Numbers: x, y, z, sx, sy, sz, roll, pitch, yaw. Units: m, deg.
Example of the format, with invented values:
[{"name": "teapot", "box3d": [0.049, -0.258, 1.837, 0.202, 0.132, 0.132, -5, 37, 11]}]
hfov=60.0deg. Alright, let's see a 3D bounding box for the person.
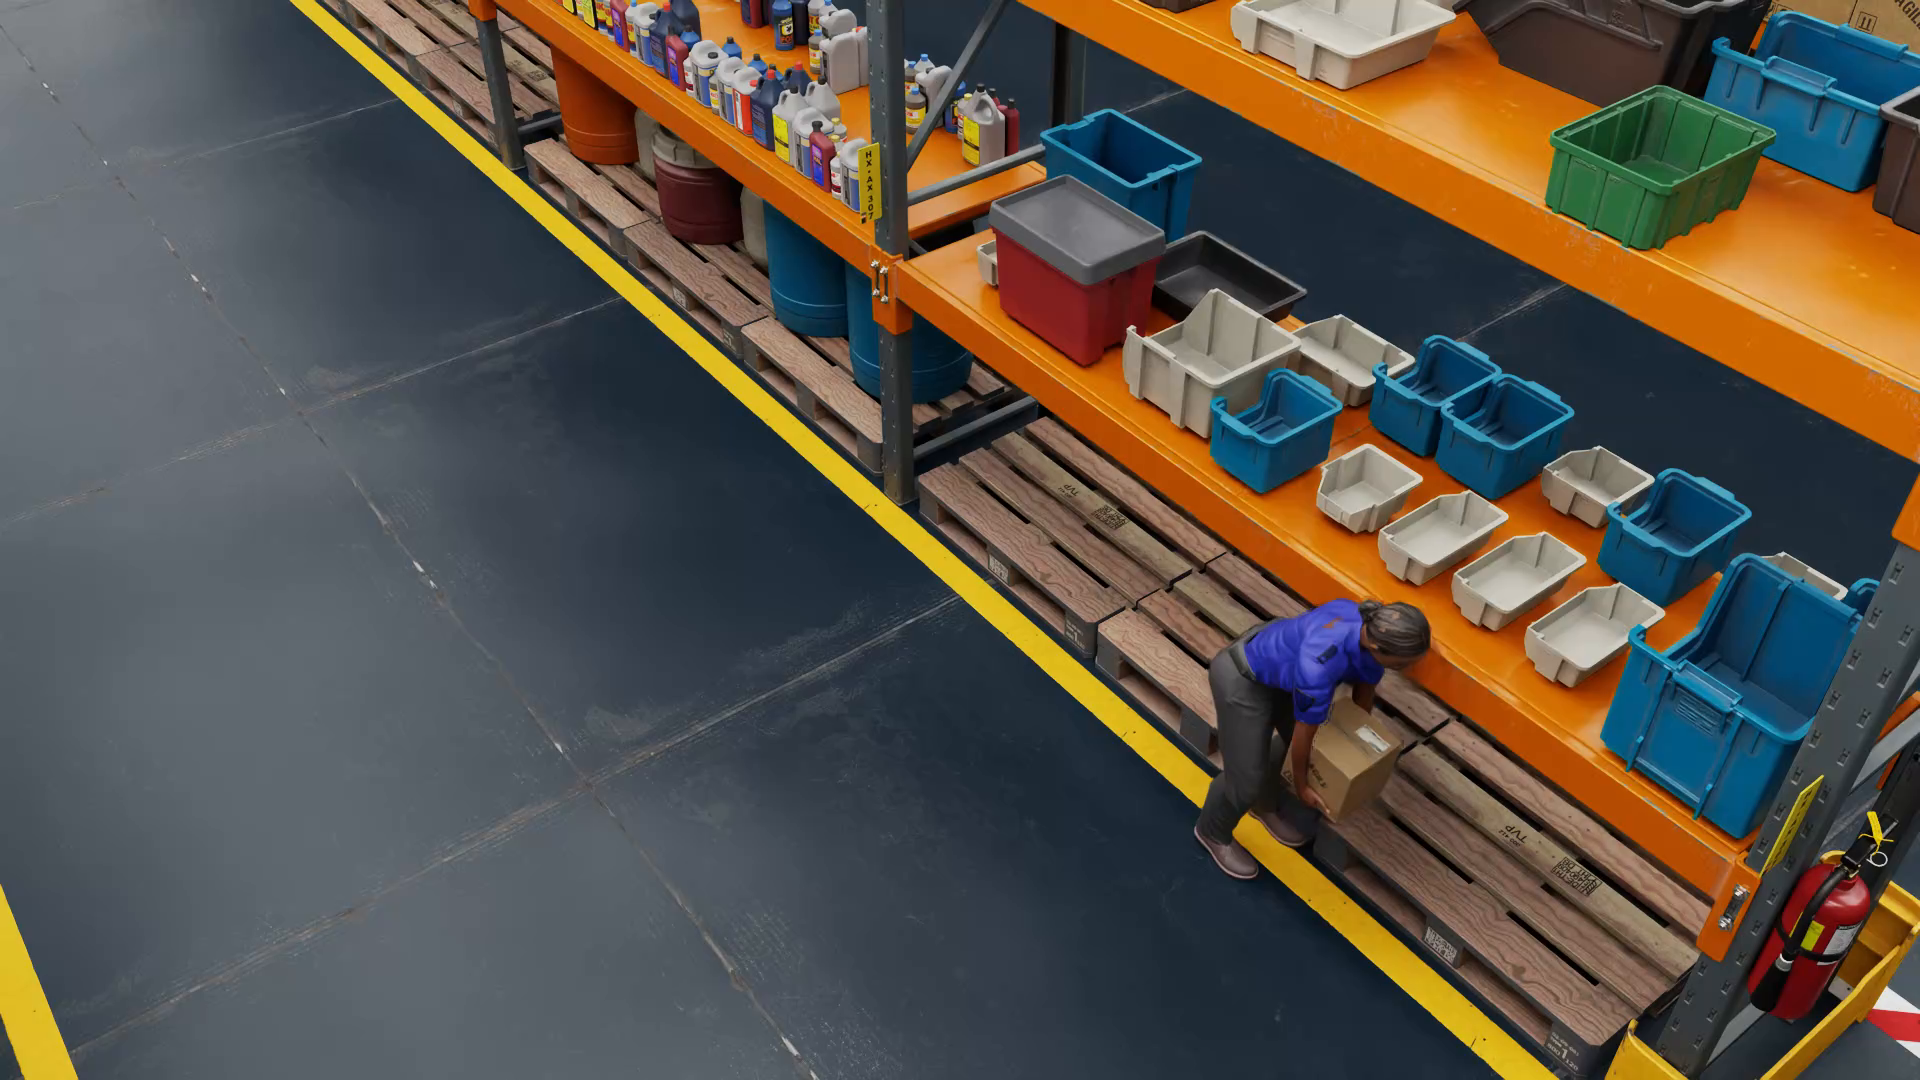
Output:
[{"name": "person", "box3d": [1.164, 0.634, 5.591, 0.408, 1.444, 0.710, -28, 48, -29]}]
